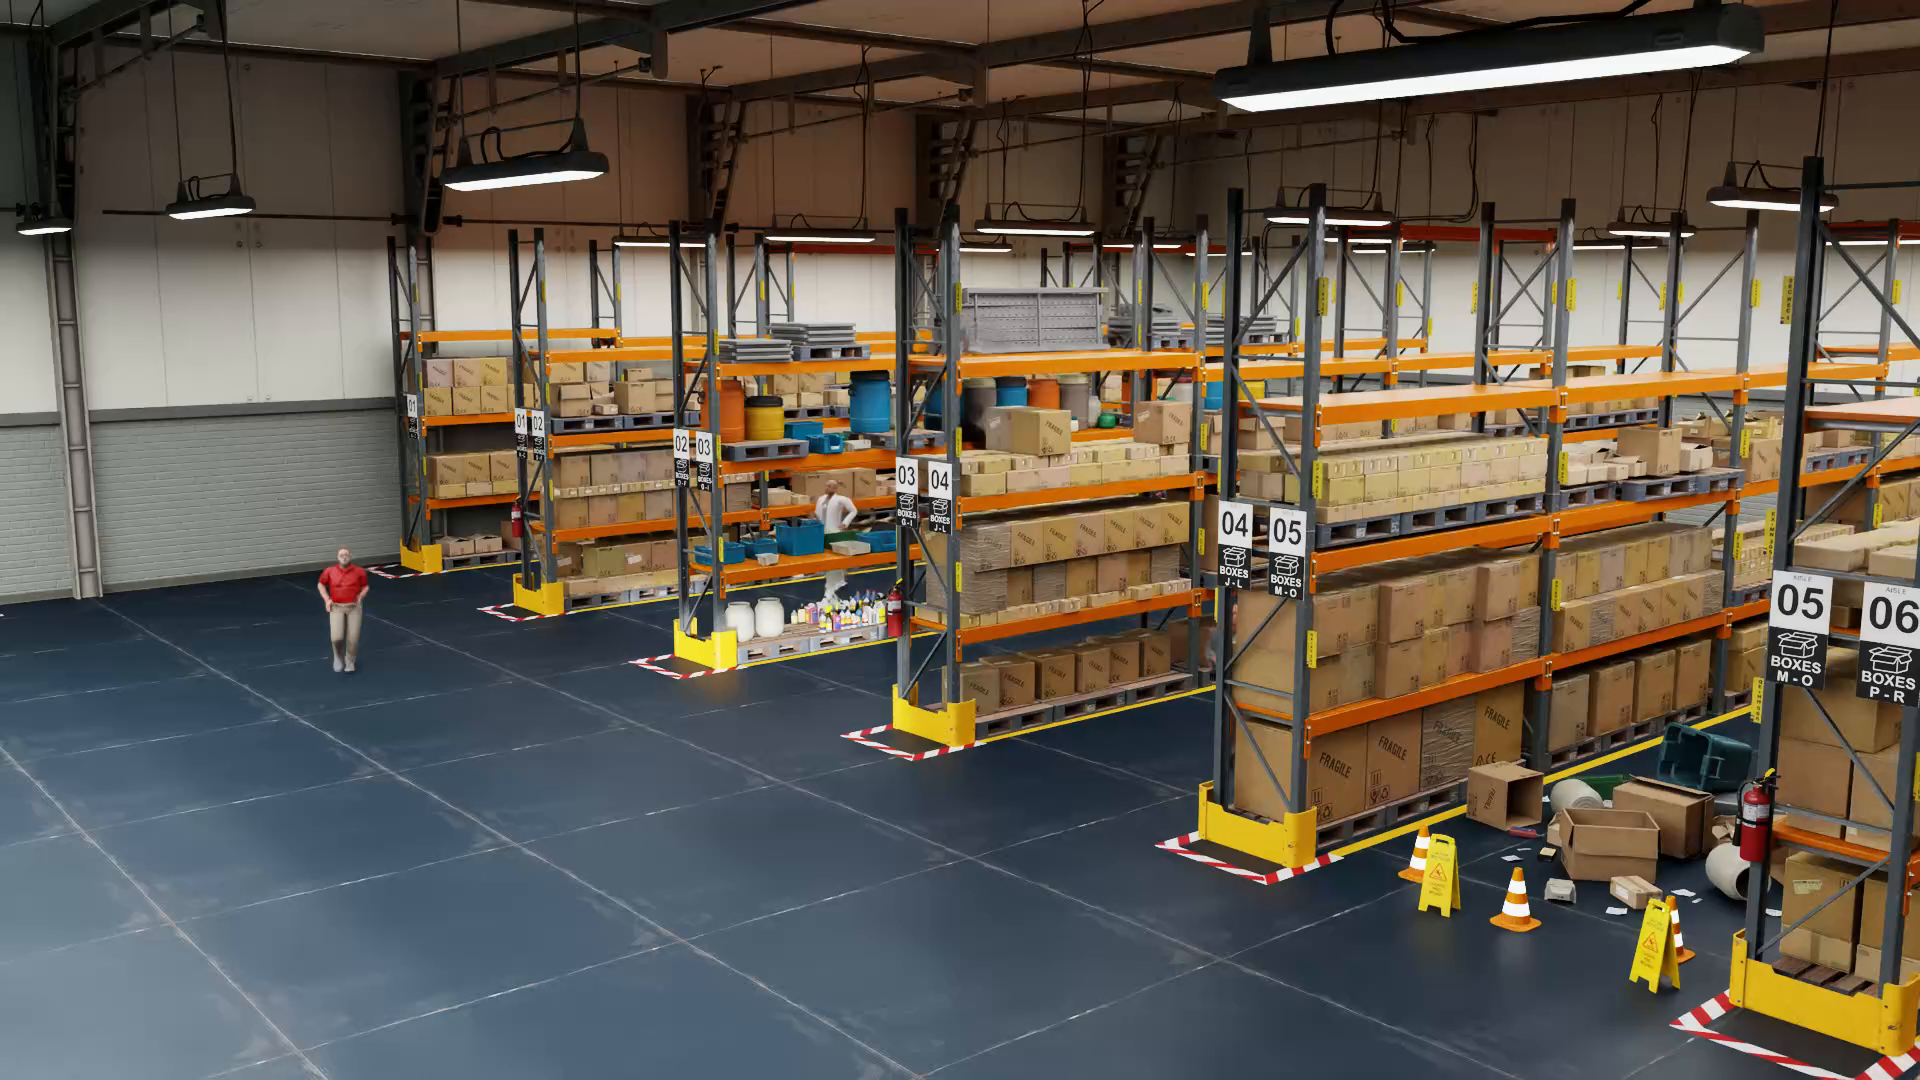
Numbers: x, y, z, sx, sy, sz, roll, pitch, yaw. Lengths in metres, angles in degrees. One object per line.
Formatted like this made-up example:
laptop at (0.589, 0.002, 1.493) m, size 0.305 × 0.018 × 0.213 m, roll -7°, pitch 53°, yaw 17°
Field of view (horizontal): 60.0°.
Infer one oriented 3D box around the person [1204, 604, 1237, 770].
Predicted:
person at (2.947, 1.574, 17.983) m, size 0.624 × 1.779 × 0.747 m, roll 7°, pitch 11°, yaw 37°

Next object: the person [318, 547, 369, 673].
person at (-8.155, 0.945, 22.073) m, size 0.634 × 1.689 × 0.617 m, roll -4°, pitch 10°, yaw -23°

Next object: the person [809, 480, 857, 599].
person at (-2.060, -0.013, 26.295) m, size 0.685 × 1.882 × 0.759 m, roll 8°, pitch 12°, yaw 41°
